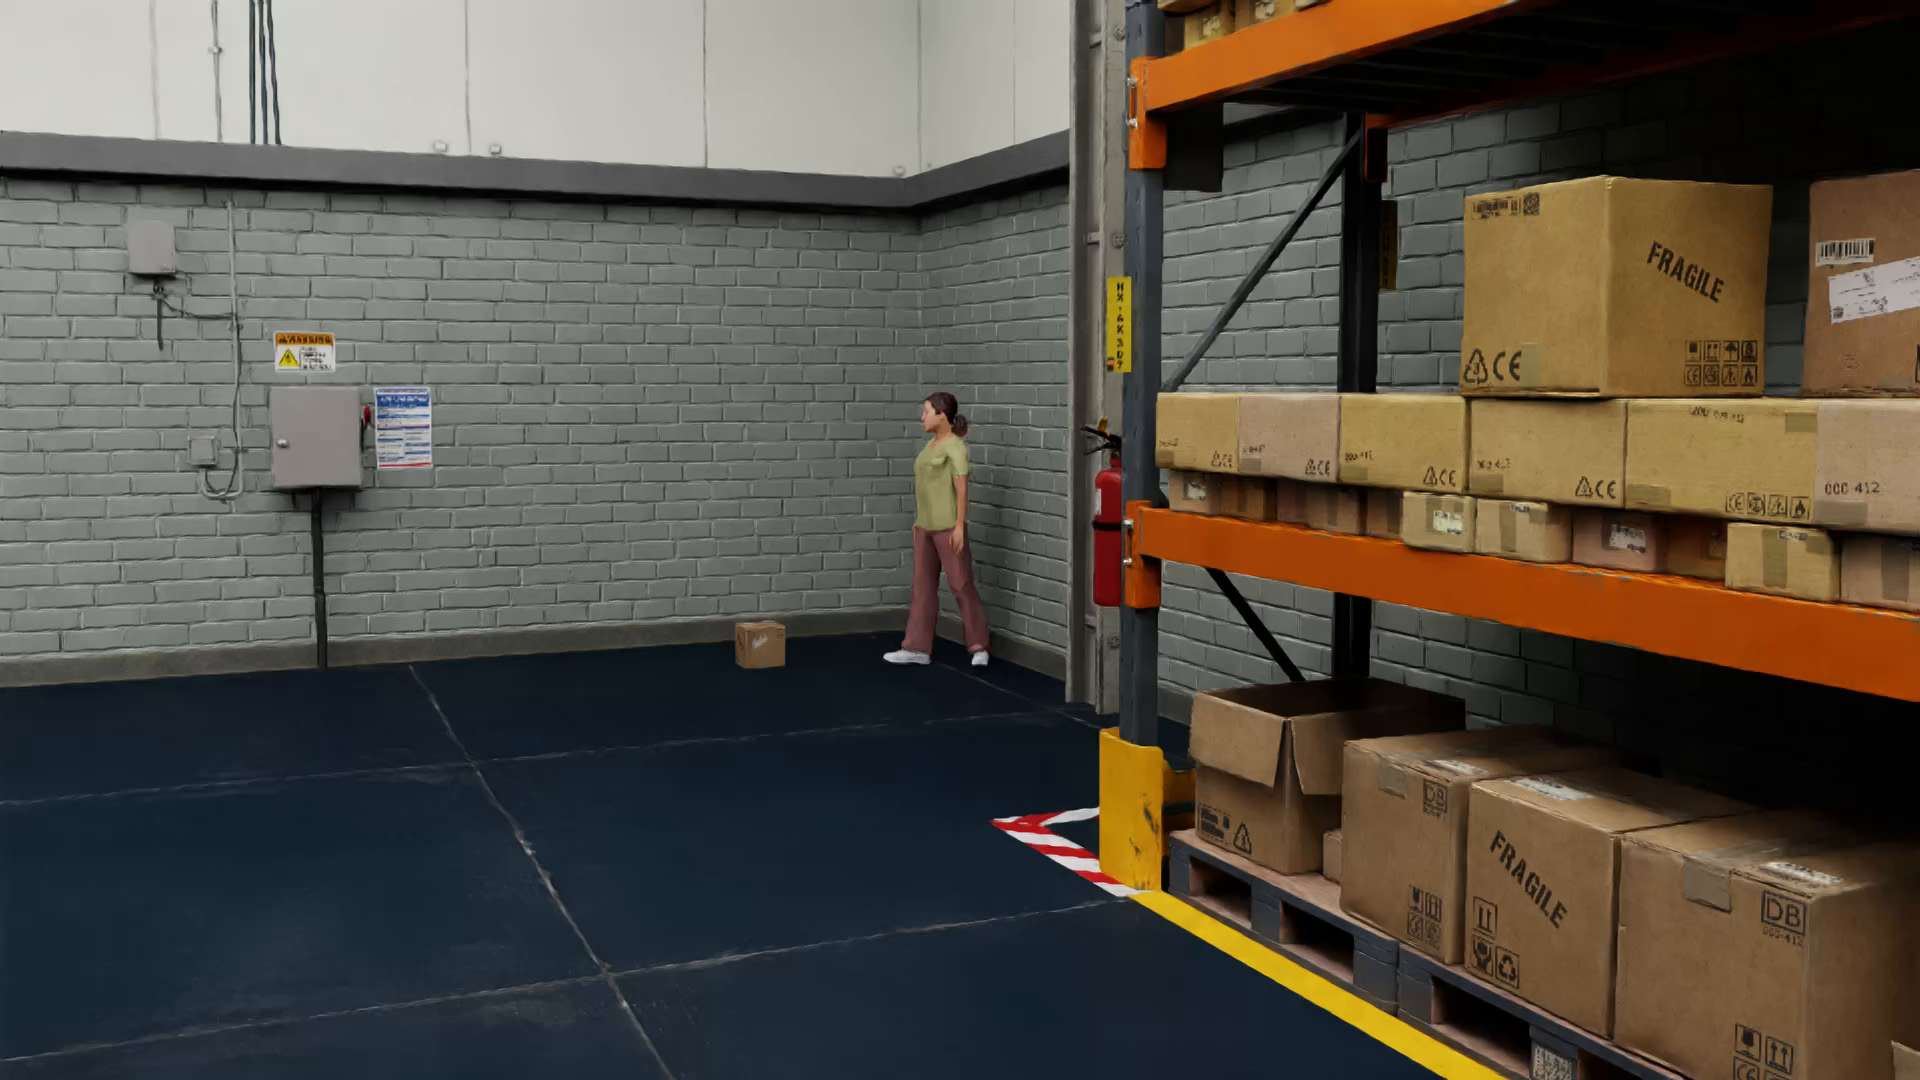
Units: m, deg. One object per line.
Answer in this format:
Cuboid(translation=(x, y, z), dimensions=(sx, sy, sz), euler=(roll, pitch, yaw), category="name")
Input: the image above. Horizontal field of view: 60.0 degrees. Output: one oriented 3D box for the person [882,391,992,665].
Cuboid(translation=(-0.141, -0.069, 10.133), dimensions=(0.621, 1.667, 0.661), euler=(-3, 6, -30), category="person")
